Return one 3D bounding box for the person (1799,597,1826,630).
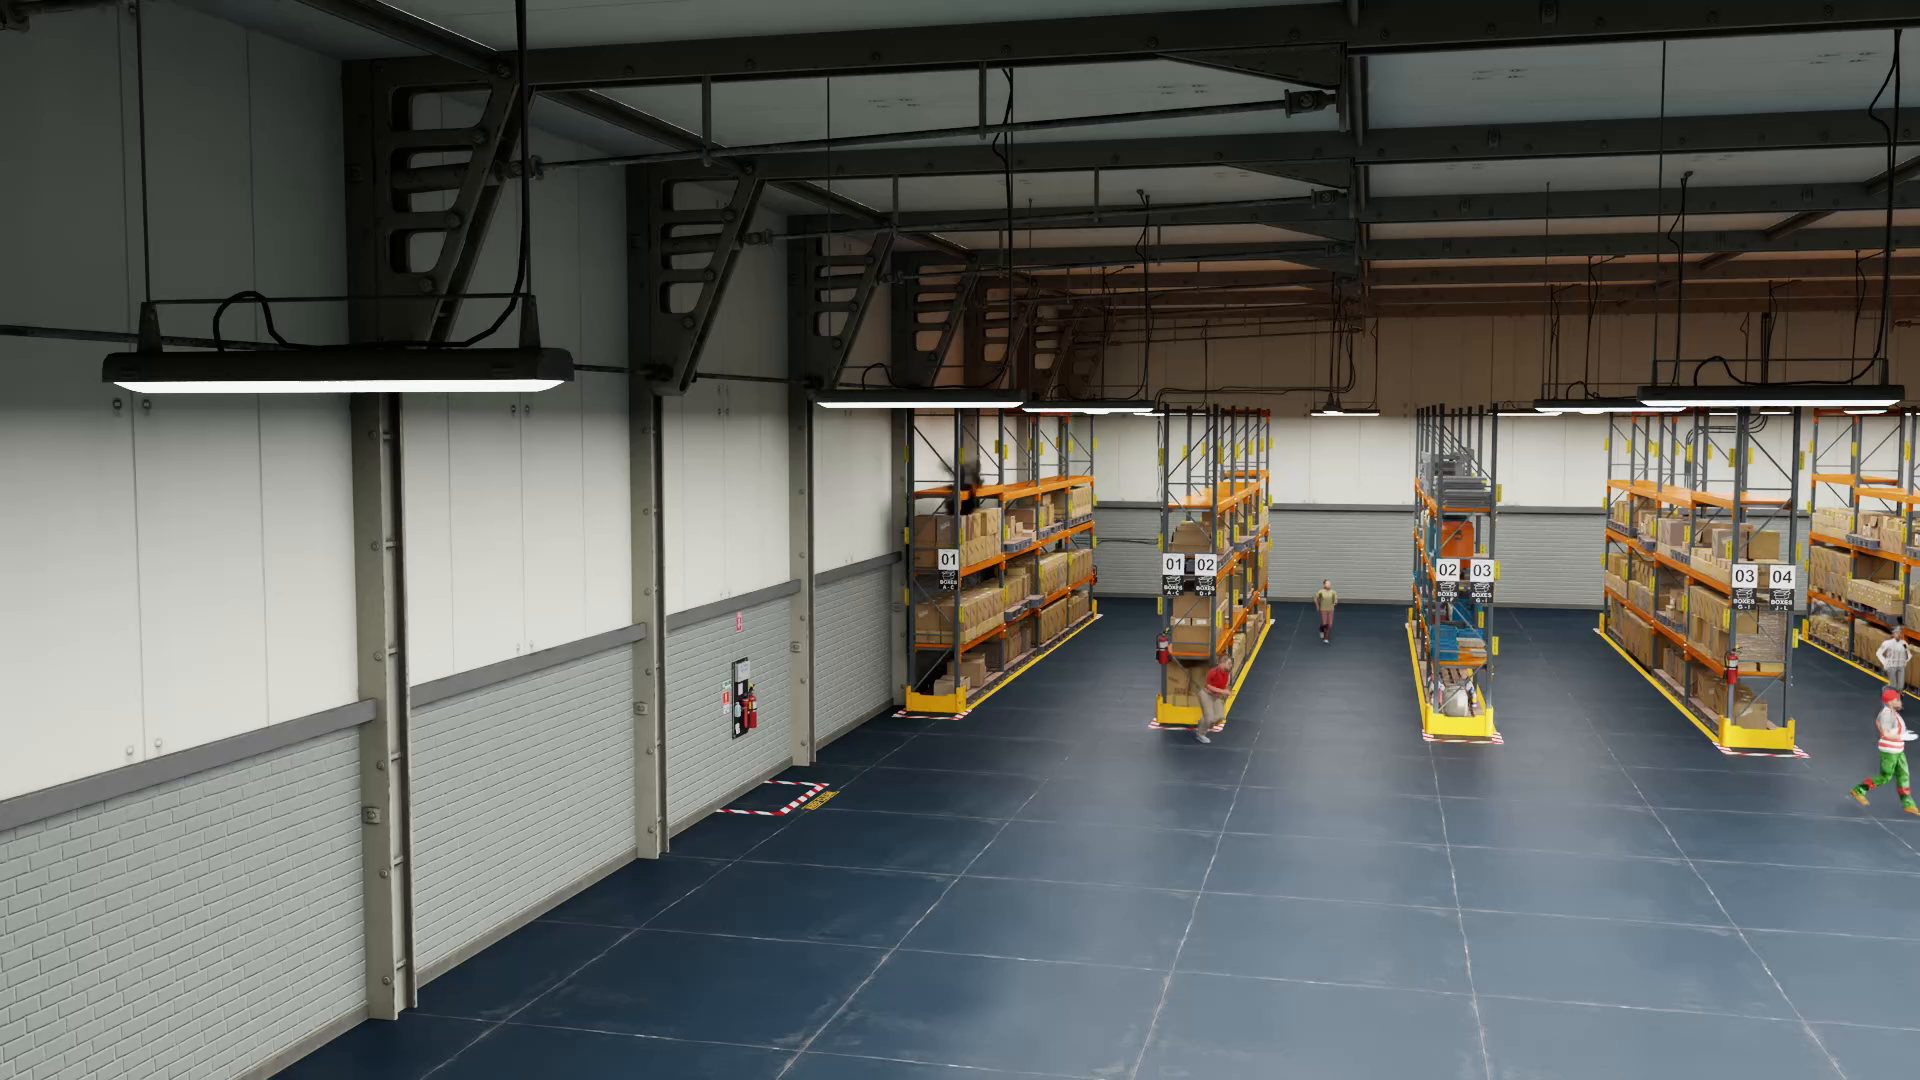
[{"bbox_3d":[22.878,1.657,44.521,0.657,1.605,0.860,-3,5,-39],"label":"person"}]

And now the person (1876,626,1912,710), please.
[{"bbox_3d":[18.475,2.504,32.867,0.629,1.651,0.567,0,4,5],"label":"person"}]

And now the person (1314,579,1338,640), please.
[{"bbox_3d":[9.375,1.792,42.470,0.575,1.573,0.503,0,4,0],"label":"person"}]

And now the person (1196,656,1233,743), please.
[{"bbox_3d":[4.545,2.807,29.388,0.677,1.567,0.841,-4,6,-44],"label":"person"}]

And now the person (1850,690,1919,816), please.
[{"bbox_3d":[13.452,3.056,24.047,0.987,1.786,0.656,4,6,41],"label":"person"}]
